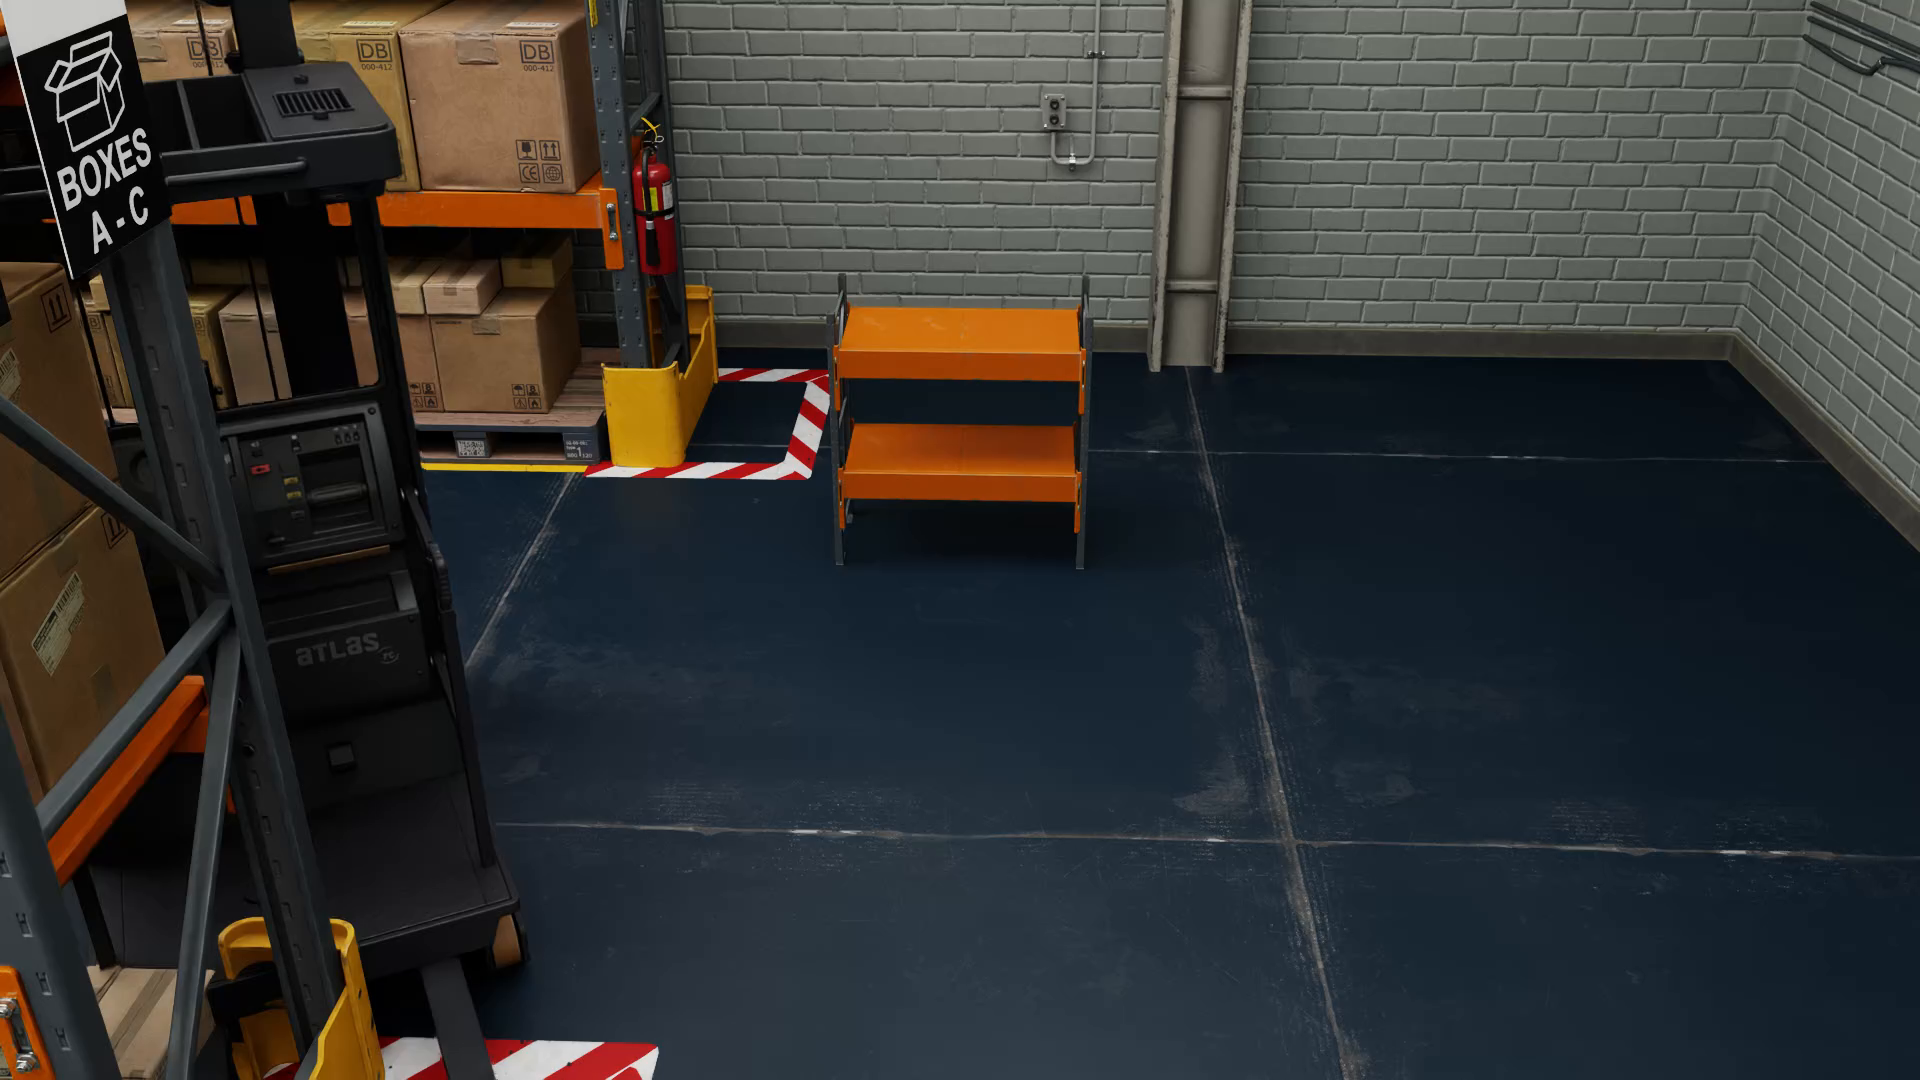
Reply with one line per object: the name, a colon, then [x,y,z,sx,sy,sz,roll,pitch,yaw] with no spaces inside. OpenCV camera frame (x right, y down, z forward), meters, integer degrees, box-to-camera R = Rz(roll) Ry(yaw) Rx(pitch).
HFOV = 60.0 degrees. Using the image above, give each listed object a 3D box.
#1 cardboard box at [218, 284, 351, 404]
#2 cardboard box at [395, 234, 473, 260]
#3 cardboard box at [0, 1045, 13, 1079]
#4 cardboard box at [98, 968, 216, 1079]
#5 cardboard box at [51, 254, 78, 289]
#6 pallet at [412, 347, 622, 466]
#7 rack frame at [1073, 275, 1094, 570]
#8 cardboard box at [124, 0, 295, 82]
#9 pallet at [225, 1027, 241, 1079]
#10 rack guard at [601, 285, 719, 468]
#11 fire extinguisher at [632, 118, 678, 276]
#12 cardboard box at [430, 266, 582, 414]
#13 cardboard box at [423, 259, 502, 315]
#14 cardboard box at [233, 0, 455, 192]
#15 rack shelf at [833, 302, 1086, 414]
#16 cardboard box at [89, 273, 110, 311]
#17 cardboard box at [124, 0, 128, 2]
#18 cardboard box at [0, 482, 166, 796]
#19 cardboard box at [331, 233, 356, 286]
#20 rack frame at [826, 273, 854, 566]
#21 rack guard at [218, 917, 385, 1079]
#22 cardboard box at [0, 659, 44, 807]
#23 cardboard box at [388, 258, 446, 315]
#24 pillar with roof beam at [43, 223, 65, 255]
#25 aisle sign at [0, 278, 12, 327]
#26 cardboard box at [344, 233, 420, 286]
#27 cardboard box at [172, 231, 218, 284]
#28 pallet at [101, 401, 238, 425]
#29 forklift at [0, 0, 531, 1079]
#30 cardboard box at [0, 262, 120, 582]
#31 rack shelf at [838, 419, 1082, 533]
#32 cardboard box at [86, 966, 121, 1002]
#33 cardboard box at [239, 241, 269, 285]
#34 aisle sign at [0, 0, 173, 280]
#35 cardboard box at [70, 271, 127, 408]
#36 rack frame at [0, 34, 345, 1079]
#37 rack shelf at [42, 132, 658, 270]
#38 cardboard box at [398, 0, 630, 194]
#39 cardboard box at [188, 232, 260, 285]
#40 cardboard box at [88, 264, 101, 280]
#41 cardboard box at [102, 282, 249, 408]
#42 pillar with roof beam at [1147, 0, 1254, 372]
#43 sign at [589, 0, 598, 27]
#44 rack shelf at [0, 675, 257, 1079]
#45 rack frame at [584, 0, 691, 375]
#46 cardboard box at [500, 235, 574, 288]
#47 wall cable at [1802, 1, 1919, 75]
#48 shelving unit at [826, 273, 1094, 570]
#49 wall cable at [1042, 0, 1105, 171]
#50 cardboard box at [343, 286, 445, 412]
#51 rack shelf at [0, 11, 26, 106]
cardboard box: [-3.206,-1.005,8.165,0.500,0.500,0.700,0,28,0]
cardboard box: [-2.578,-1.375,8.170,0.250,0.149,0.380,1,28,2]
cardboard box: [-2.223,1.392,3.621,0.500,0.500,0.500,1,28,2]
cardboard box: [-2.078,1.273,4.220,0.250,0.149,0.380,1,28,2]
cardboard box: [-4.418,-1.226,7.888,0.250,0.149,0.380,2,28,4]
pallet: [-2.302,-0.688,8.322,1.213,0.211,1.003,1,28,2]
rack frame: [0.515,-0.488,6.970,0.032,1.125,0.500,1,28,2]
cardboard box: [-3.499,-2.103,7.695,0.700,0.700,0.980,0,28,-1]
pallet: [-2.544,1.594,4.019,1.213,0.211,1.003,1,28,2]
rack guard: [-1.476,-0.838,8.298,0.348,0.500,1.175,1,28,2]
fire extinguisher: [-1.366,-1.526,7.407,0.183,0.674,0.296,1,28,2]
cardboard box: [-2.203,-0.989,8.134,0.500,0.500,0.700,1,28,2]
cardboard box: [-2.338,-1.193,7.825,0.250,0.149,0.380,1,28,1]
cardboard box: [-2.738,-2.086,7.663,0.700,0.700,0.980,1,28,1]
rack shelf: [0.007,-0.755,6.849,1.000,0.278,0.538,1,28,2]
cardboard box: [-3.897,-1.217,7.871,0.250,0.149,0.380,0,28,0]
cardboard box: [-4.227,-2.111,7.709,0.700,0.700,0.980,0,28,0]
cardboard box: [-2.105,0.201,3.562,0.500,0.500,0.500,2,28,3]
cardboard box: [-3.082,-1.384,8.185,0.250,0.149,0.380,1,28,3]
rack frame: [-0.501,-0.505,7.002,0.032,1.125,0.500,1,28,2]
rack guard: [-1.747,1.479,3.927,0.348,0.500,1.175,1,28,2]
cardboard box: [-2.129,0.451,3.089,0.500,0.500,0.500,2,28,3]
cardboard box: [-2.594,-1.197,7.832,0.250,0.149,0.380,2,28,3]
pillar with roof beam: [-4.920,-3.038,3.374,0.400,9.000,9.100,1,28,2]
aisle sign: [-1.614,-0.629,2.458,0.004,0.787,0.394,1,28,2]
cardboard box: [-2.828,-1.380,8.178,0.250,0.149,0.380,1,28,2]
cardboard box: [-3.849,-1.396,8.208,0.250,0.149,0.380,1,28,2]
pallet: [-3.518,-0.709,8.363,1.213,0.211,1.003,1,28,2]
forklift: [-1.910,-0.073,4.258,1.130,2.935,3.031,-12,30,-22]
cardboard box: [-2.105,-0.241,3.328,0.500,0.500,0.500,2,28,3]
rack shelf: [0.007,-0.281,7.101,1.000,0.278,0.538,1,28,2]
cardboard box: [-2.328,1.261,4.224,0.250,0.166,0.380,1,28,2]
cardboard box: [-3.338,-1.387,8.193,0.250,0.149,0.380,1,28,2]
aisle sign: [-1.593,-0.909,2.987,0.004,0.787,0.394,1,28,2]
cardboard box: [-4.252,-1.020,8.193,0.500,0.500,0.700,1,28,1]
rack frame: [-1.671,0.374,3.342,0.053,2.616,0.949,1,28,2]
rack shelf: [-3.499,-1.659,7.944,4.000,0.370,1.077,1,28,2]
cardboard box: [-2.010,-2.080,7.650,0.700,0.700,0.980,2,28,4]
cardboard box: [-3.591,-1.392,8.201,0.250,0.149,0.380,0,28,1]
cardboard box: [-4.102,-1.400,8.217,0.250,0.149,0.380,0,28,0]
cardboard box: [-3.739,-1.011,8.175,0.500,0.500,0.700,2,28,3]
pillar with roof beam: [1.077,-2.939,3.187,0.400,9.000,9.100,1,28,2]
sign: [-1.533,-2.306,6.908,0.005,0.325,0.100,1,28,2]
rack shelf: [-3.670,0.660,3.570,4.000,0.370,1.077,1,28,2]
rack frame: [-1.500,-1.943,7.713,0.127,3.000,1.000,1,28,2]
cardboard box: [-2.071,-1.367,8.155,0.250,0.149,0.380,1,28,2]
wall cable: [4.140,-2.961,6.544,0.112,2.526,3.097,1,28,2]
shelving unit: [0.007,-0.497,6.986,1.048,1.125,0.538,1,28,2]
wall cable: [-0.187,-2.814,8.271,1.851,1.984,0.084,1,28,2]
cardboard box: [-2.703,-0.997,8.149,0.500,0.500,0.700,1,28,2]
rack shelf: [-3.670,-0.665,2.867,4.000,0.370,1.077,1,28,2]
